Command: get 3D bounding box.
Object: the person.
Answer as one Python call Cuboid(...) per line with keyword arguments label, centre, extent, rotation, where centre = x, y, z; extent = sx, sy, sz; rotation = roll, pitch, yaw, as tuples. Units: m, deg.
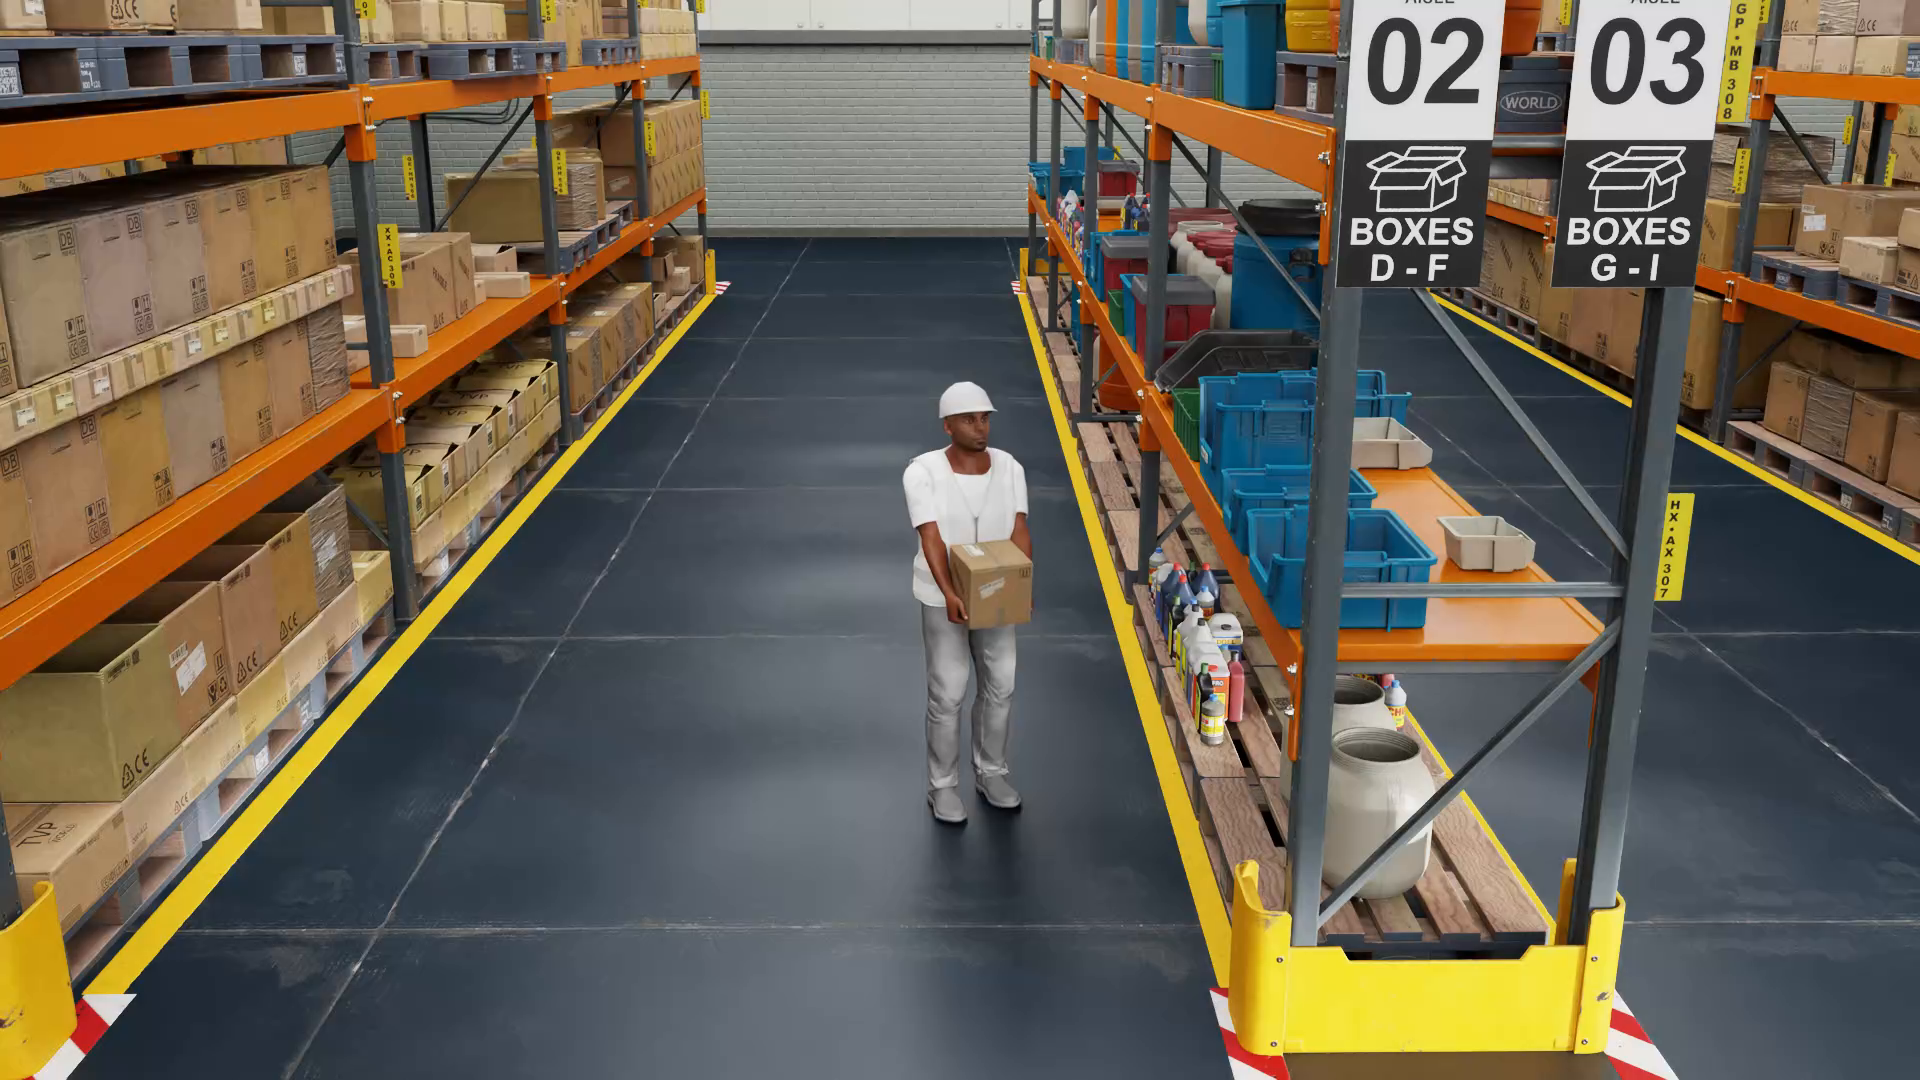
Cuboid(label="person", centre=(0.066, 0.264, 6.652), extent=(0.502, 1.761, 0.577), rotation=(-6, 18, -19))
